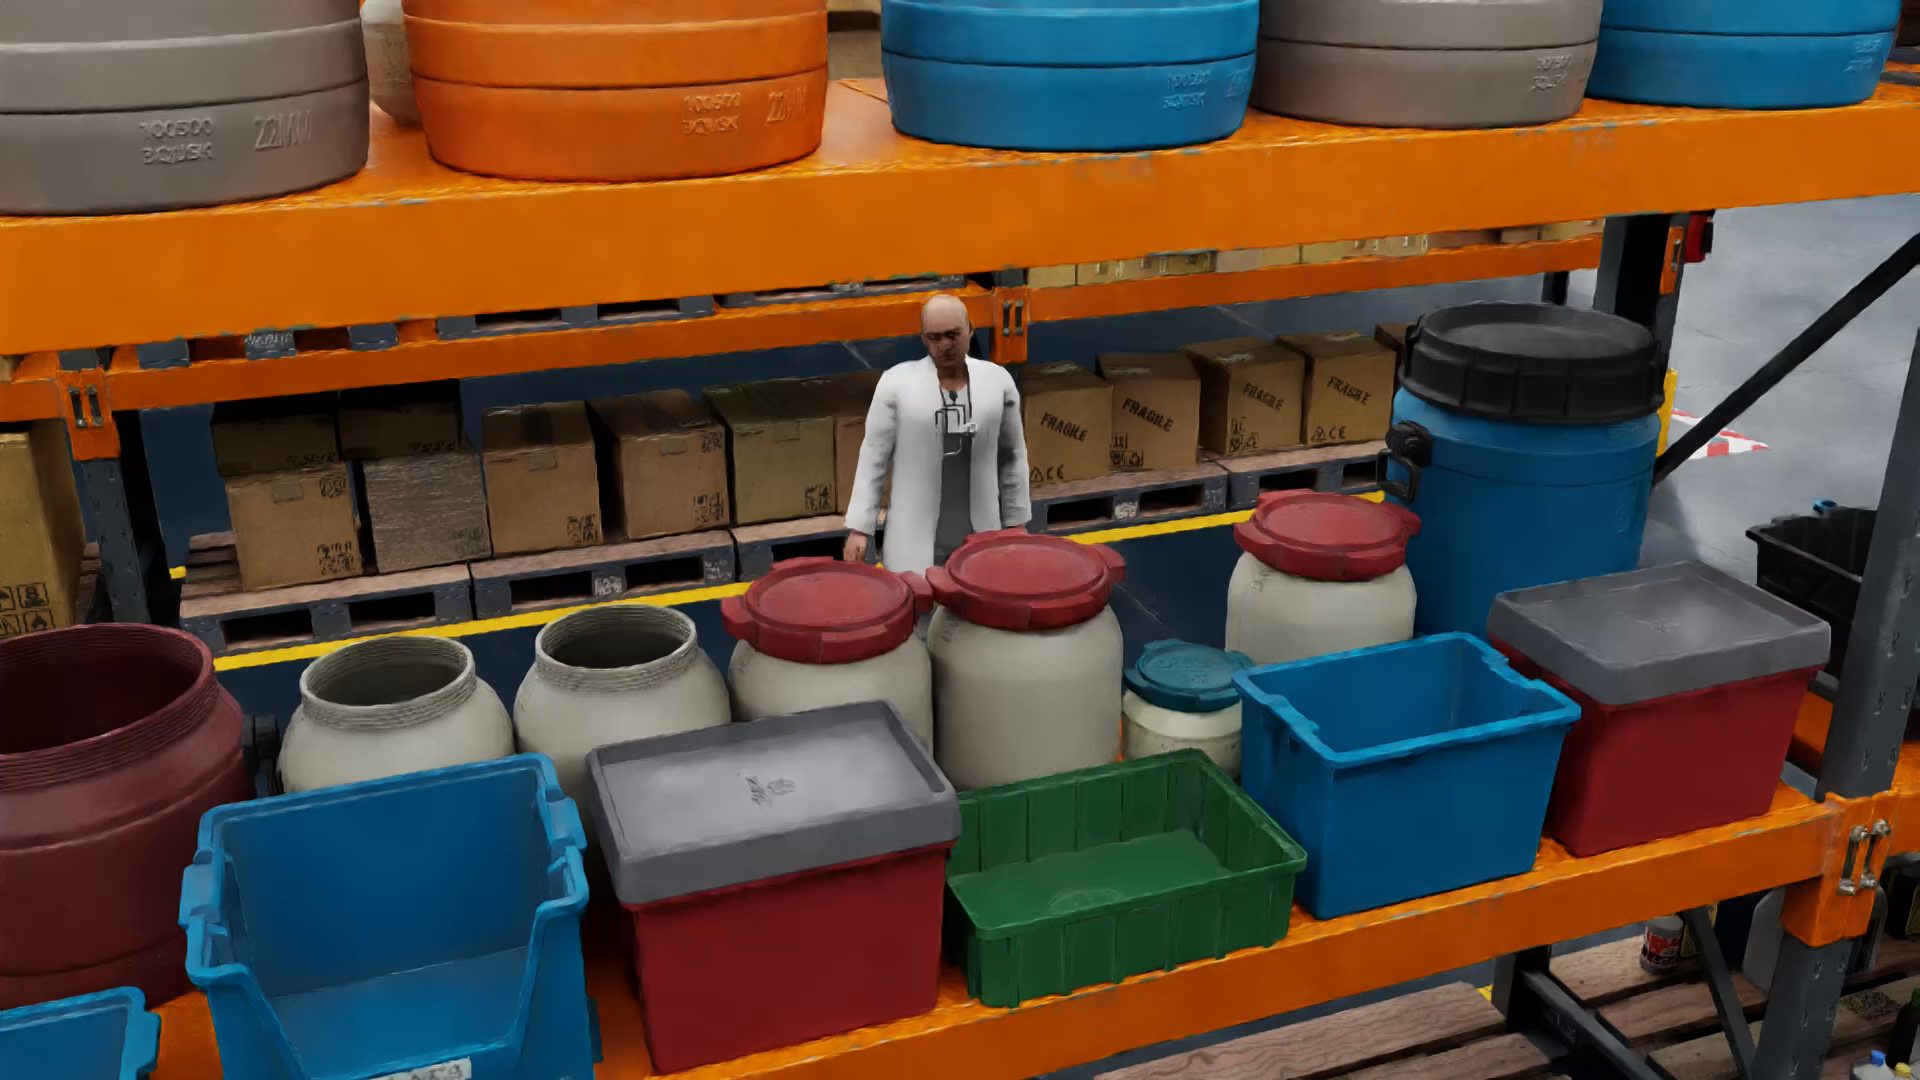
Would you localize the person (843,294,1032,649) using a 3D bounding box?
[{"bbox_3d":[-0.066,-0.023,6.120,0.738,1.761,0.638,-7,23,-16],"label":"person"}]
